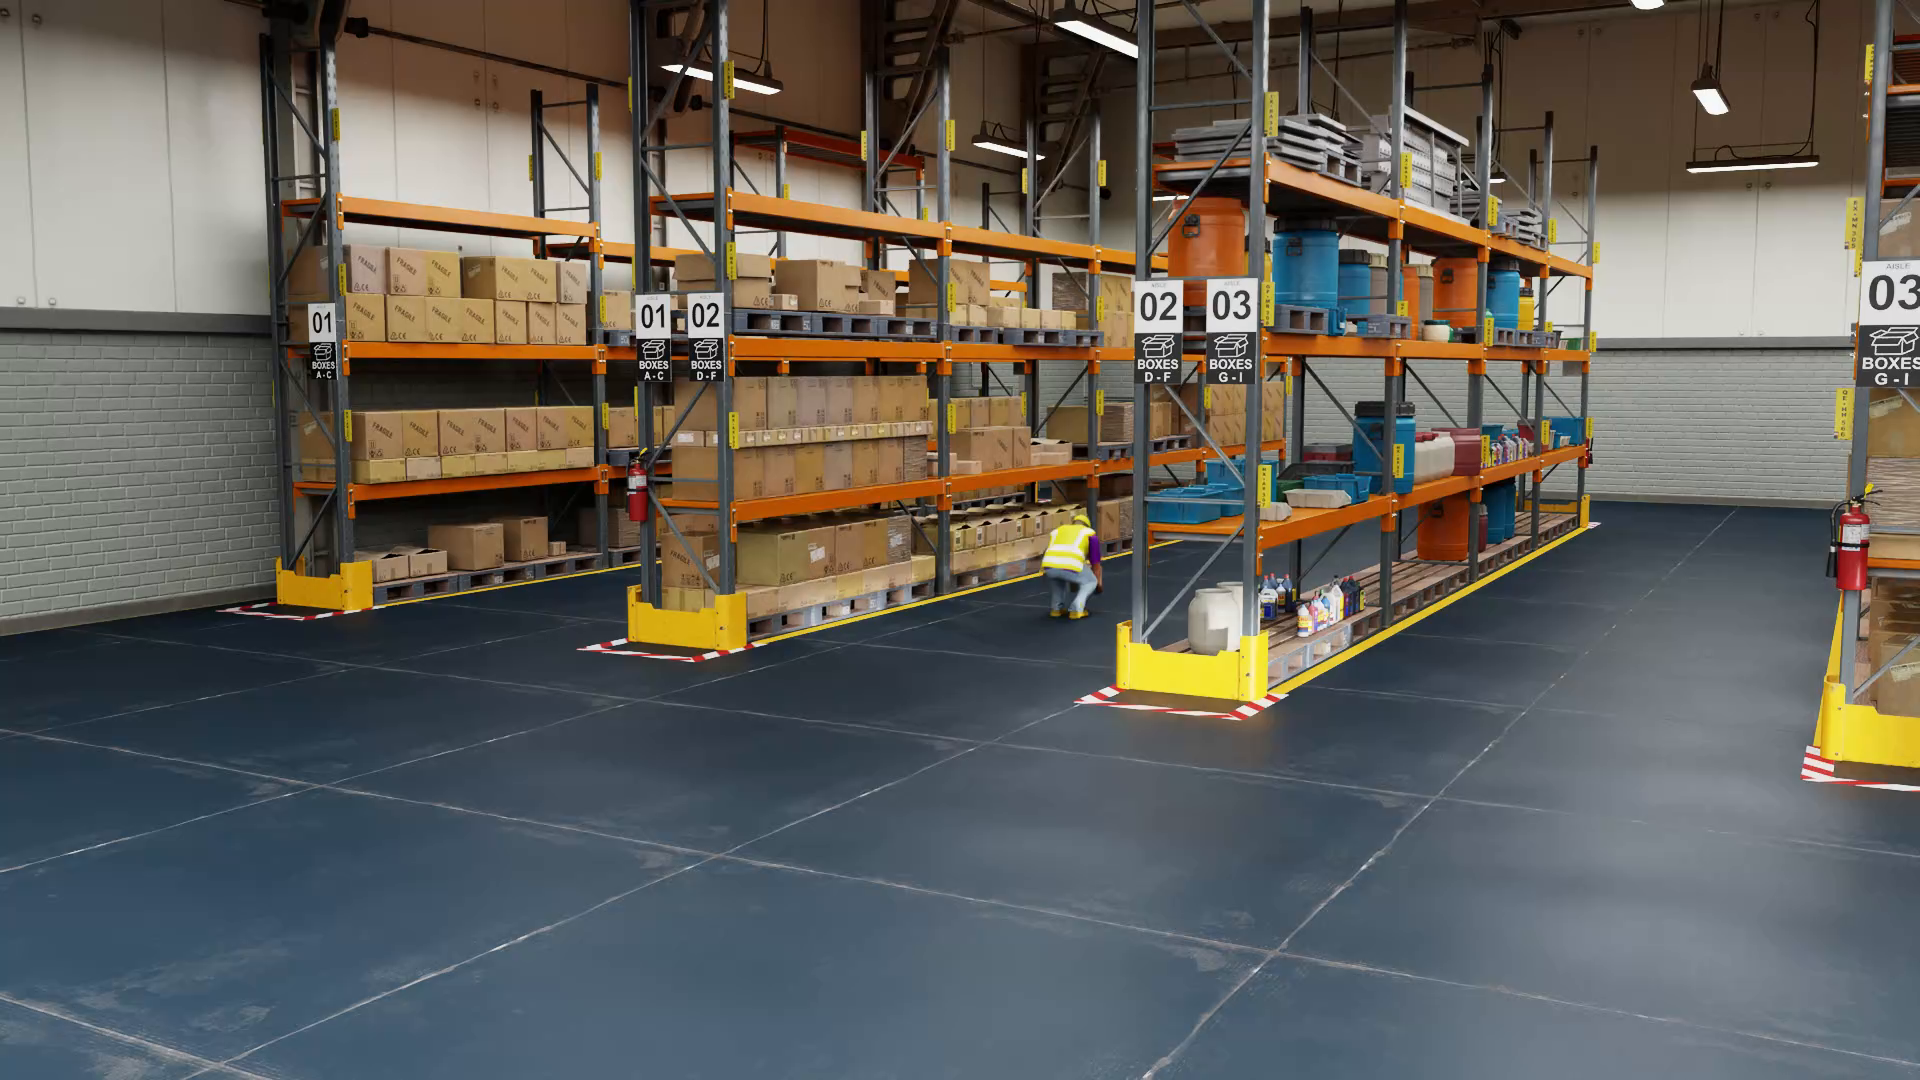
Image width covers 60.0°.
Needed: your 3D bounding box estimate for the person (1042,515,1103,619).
[{"bbox_3d":[1.139,0.271,17.124,0.537,1.009,0.914,3,7,27],"label":"person"}]
